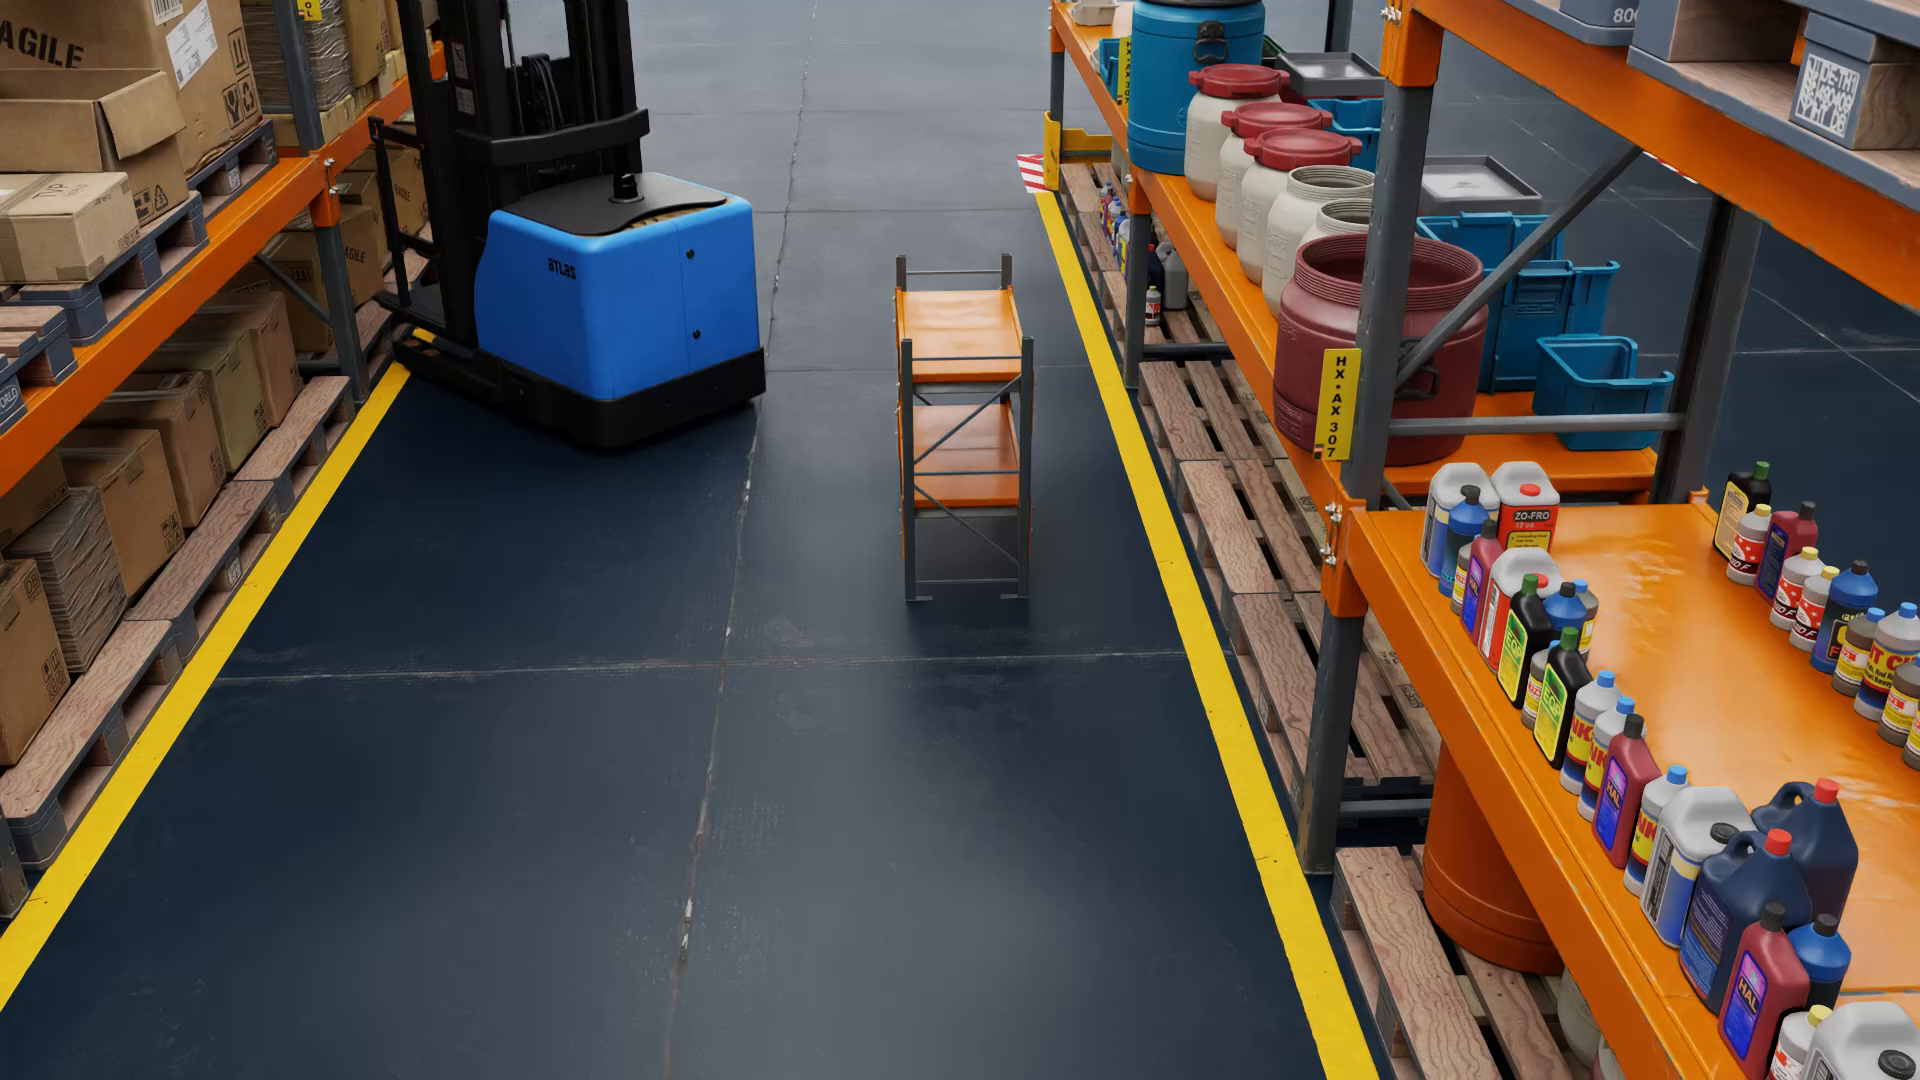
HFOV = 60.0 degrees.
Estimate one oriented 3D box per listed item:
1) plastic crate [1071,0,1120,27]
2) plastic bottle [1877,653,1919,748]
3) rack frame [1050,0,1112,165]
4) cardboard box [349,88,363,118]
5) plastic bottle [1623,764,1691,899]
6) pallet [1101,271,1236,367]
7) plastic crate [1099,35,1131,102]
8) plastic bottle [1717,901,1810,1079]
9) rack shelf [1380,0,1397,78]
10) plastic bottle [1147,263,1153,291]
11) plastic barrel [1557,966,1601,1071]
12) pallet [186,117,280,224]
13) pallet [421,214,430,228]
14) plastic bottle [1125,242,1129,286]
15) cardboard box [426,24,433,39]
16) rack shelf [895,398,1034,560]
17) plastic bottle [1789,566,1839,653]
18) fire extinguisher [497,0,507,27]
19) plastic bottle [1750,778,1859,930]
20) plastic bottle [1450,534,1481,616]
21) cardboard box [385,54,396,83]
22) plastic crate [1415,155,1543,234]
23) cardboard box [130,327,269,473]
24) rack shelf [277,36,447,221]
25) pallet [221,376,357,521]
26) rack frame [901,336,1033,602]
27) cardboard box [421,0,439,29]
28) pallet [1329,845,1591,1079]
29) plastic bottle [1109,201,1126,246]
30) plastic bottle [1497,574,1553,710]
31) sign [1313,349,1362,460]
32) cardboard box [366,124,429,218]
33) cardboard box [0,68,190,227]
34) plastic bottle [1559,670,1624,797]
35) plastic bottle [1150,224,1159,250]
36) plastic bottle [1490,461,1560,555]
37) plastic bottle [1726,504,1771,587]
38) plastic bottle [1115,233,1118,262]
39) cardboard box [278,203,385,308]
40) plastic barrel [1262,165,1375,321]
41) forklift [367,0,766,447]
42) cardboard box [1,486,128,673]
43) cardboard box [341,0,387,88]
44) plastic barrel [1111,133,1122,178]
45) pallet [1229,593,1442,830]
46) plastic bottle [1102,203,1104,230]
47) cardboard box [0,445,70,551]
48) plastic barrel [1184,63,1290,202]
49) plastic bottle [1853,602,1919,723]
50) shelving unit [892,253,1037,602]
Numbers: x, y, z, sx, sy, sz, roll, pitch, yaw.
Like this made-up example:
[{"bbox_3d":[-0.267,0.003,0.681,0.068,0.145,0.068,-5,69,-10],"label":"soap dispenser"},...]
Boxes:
[{"bbox_3d":[0.885,-3.468,10.941,0.298,0.136,0.250,-1,28,-3],"label":"plastic crate"},{"bbox_3d":[2.049,0.338,3.573,0.097,0.201,0.097,0,28,0],"label":"plastic bottle"},{"bbox_3d":[1.159,-4.006,11.688,1.000,3.000,0.127,-1,28,-3],"label":"rack frame"},{"bbox_3d":[-3.330,-2.265,8.621,0.380,0.149,0.250,-1,28,-3],"label":"cardboard box"},{"bbox_3d":[1.316,0.541,3.109,0.097,0.271,0.097,0,28,0],"label":"plastic bottle"},{"bbox_3d":[1.375,-1.234,9.387,1.003,0.211,1.213,-1,28,-3],"label":"pallet"},{"bbox_3d":[1.039,-2.598,9.148,0.499,0.251,0.616,-1,28,-3],"label":"plastic crate"},{"bbox_3d":[1.320,0.736,2.720,0.061,0.283,0.133,-1,28,-3],"label":"plastic bottle"},{"bbox_3d":[1.472,-2.246,5.848,1.077,0.370,4.000,-1,28,-3],"label":"rack shelf"},{"bbox_3d":[1.013,-1.364,9.083,0.061,0.283,0.133,0,28,0],"label":"plastic bottle"},{"bbox_3d":[1.738,1.089,4.154,0.421,0.512,0.421,0,28,0],"label":"plastic barrel"},{"bbox_3d":[-3.684,-1.598,7.277,1.003,0.211,1.213,-1,28,-3],"label":"pallet"},{"bbox_3d":[-3.776,-2.239,11.315,1.003,0.211,1.213,-1,28,-3],"label":"pallet"},{"bbox_3d":[0.986,-1.603,9.541,0.061,0.283,0.133,0,28,1],"label":"plastic bottle"},{"bbox_3d":[-3.520,-3.187,10.388,0.380,0.149,0.250,-1,28,-3],"label":"cardboard box"},{"bbox_3d":[0.000,-0.279,7.097,0.538,0.278,1.000,-1,28,-3],"label":"rack shelf"},{"bbox_3d":[2.029,0.158,3.918,0.097,0.201,0.097,0,28,0],"label":"plastic bottle"},{"bbox_3d":[-3.333,-3.916,11.599,0.296,0.674,0.183,-1,28,-3],"label":"fire extinguisher"},{"bbox_3d":[1.498,0.566,2.974,0.144,0.351,0.185,-1,28,-3],"label":"plastic bottle"},{"bbox_3d":[1.260,0.083,4.062,0.097,0.201,0.097,0,28,0],"label":"plastic bottle"},{"bbox_3d":[-3.379,-2.611,9.285,0.380,0.149,0.250,-1,28,-3],"label":"cardboard box"},{"bbox_3d":[1.798,-1.094,6.034,0.402,0.464,0.583,-1,28,-3],"label":"plastic crate"},{"bbox_3d":[-3.562,-0.621,7.425,0.700,0.500,0.500,-2,28,-3],"label":"cardboard box"},{"bbox_3d":[-3.683,-2.644,9.854,1.077,0.370,4.000,-1,28,-3],"label":"rack shelf"},{"bbox_3d":[-3.536,-0.443,7.872,1.003,0.211,1.213,-1,28,-3],"label":"pallet"},{"bbox_3d":[0.027,-0.261,6.534,0.500,1.125,0.032,-1,28,-3],"label":"rack frame"},{"bbox_3d":[-3.657,-3.348,9.996,0.875,0.500,0.500,-1,28,-3],"label":"cardboard box"},{"bbox_3d":[1.660,1.288,4.553,1.003,0.211,1.213,-1,28,-3],"label":"pallet"},{"bbox_3d":[0.966,-1.942,10.205,0.097,0.271,0.097,0,28,0],"label":"plastic bottle"},{"bbox_3d":[1.262,0.224,3.702,0.061,0.283,0.133,-1,28,-3],"label":"plastic bottle"},{"bbox_3d":[1.028,-0.368,4.535,0.100,0.325,0.005,-1,28,-3],"label":"sign"},{"bbox_3d":[-3.706,-2.400,10.858,0.500,0.500,0.500,6,28,11],"label":"cardboard box"},{"bbox_3d":[-3.395,-1.473,6.265,0.797,0.503,0.637,1,28,3],"label":"cardboard box"},{"bbox_3d":[1.299,0.389,3.400,0.097,0.271,0.097,0,28,0],"label":"plastic bottle"},{"bbox_3d":[1.121,-1.692,9.712,0.061,0.283,0.133,-1,28,-3],"label":"plastic bottle"},{"bbox_3d":[1.429,-0.053,4.242,0.152,0.276,0.135,-1,28,-3],"label":"plastic bottle"},{"bbox_3d":[2.012,0.007,4.209,0.097,0.201,0.097,0,28,0],"label":"plastic bottle"},{"bbox_3d":[0.982,-1.771,9.951,0.097,0.201,0.097,0,28,0],"label":"plastic bottle"},{"bbox_3d":[-3.597,-1.567,9.260,0.500,0.500,0.500,7,28,14],"label":"cardboard box"},{"bbox_3d":[1.288,-1.026,5.852,0.421,0.512,0.421,0,28,0],"label":"plastic barrel"},{"bbox_3d":[-2.423,-2.312,8.513,3.031,2.935,1.130,23,35,37],"label":"forklift"},{"bbox_3d":[-3.466,0.156,5.934,0.700,0.500,0.500,-4,28,-7],"label":"cardboard box"},{"bbox_3d":[-3.531,-2.657,8.670,0.875,0.500,0.500,-1,28,-3],"label":"cardboard box"},{"bbox_3d":[1.270,-2.787,11.587,0.421,0.512,0.421,0,28,0],"label":"plastic barrel"},{"bbox_3d":[1.575,0.566,5.937,1.003,0.211,1.213,-1,28,-3],"label":"pallet"},{"bbox_3d":[0.948,-2.068,10.521,0.097,0.201,0.097,0,28,0],"label":"plastic bottle"},{"bbox_3d":[-3.472,-0.165,5.739,0.500,0.250,0.500,2,28,3],"label":"cardboard box"},{"bbox_3d":[1.199,-1.772,7.257,0.433,0.535,0.433,0,28,0],"label":"plastic barrel"},{"bbox_3d":[2.044,0.262,3.643,0.097,0.271,0.097,0,28,0],"label":"plastic bottle"},{"bbox_3d":[0.000,-0.496,6.984,0.538,1.125,1.048,-1,28,-3],"label":"shelving unit"}]
